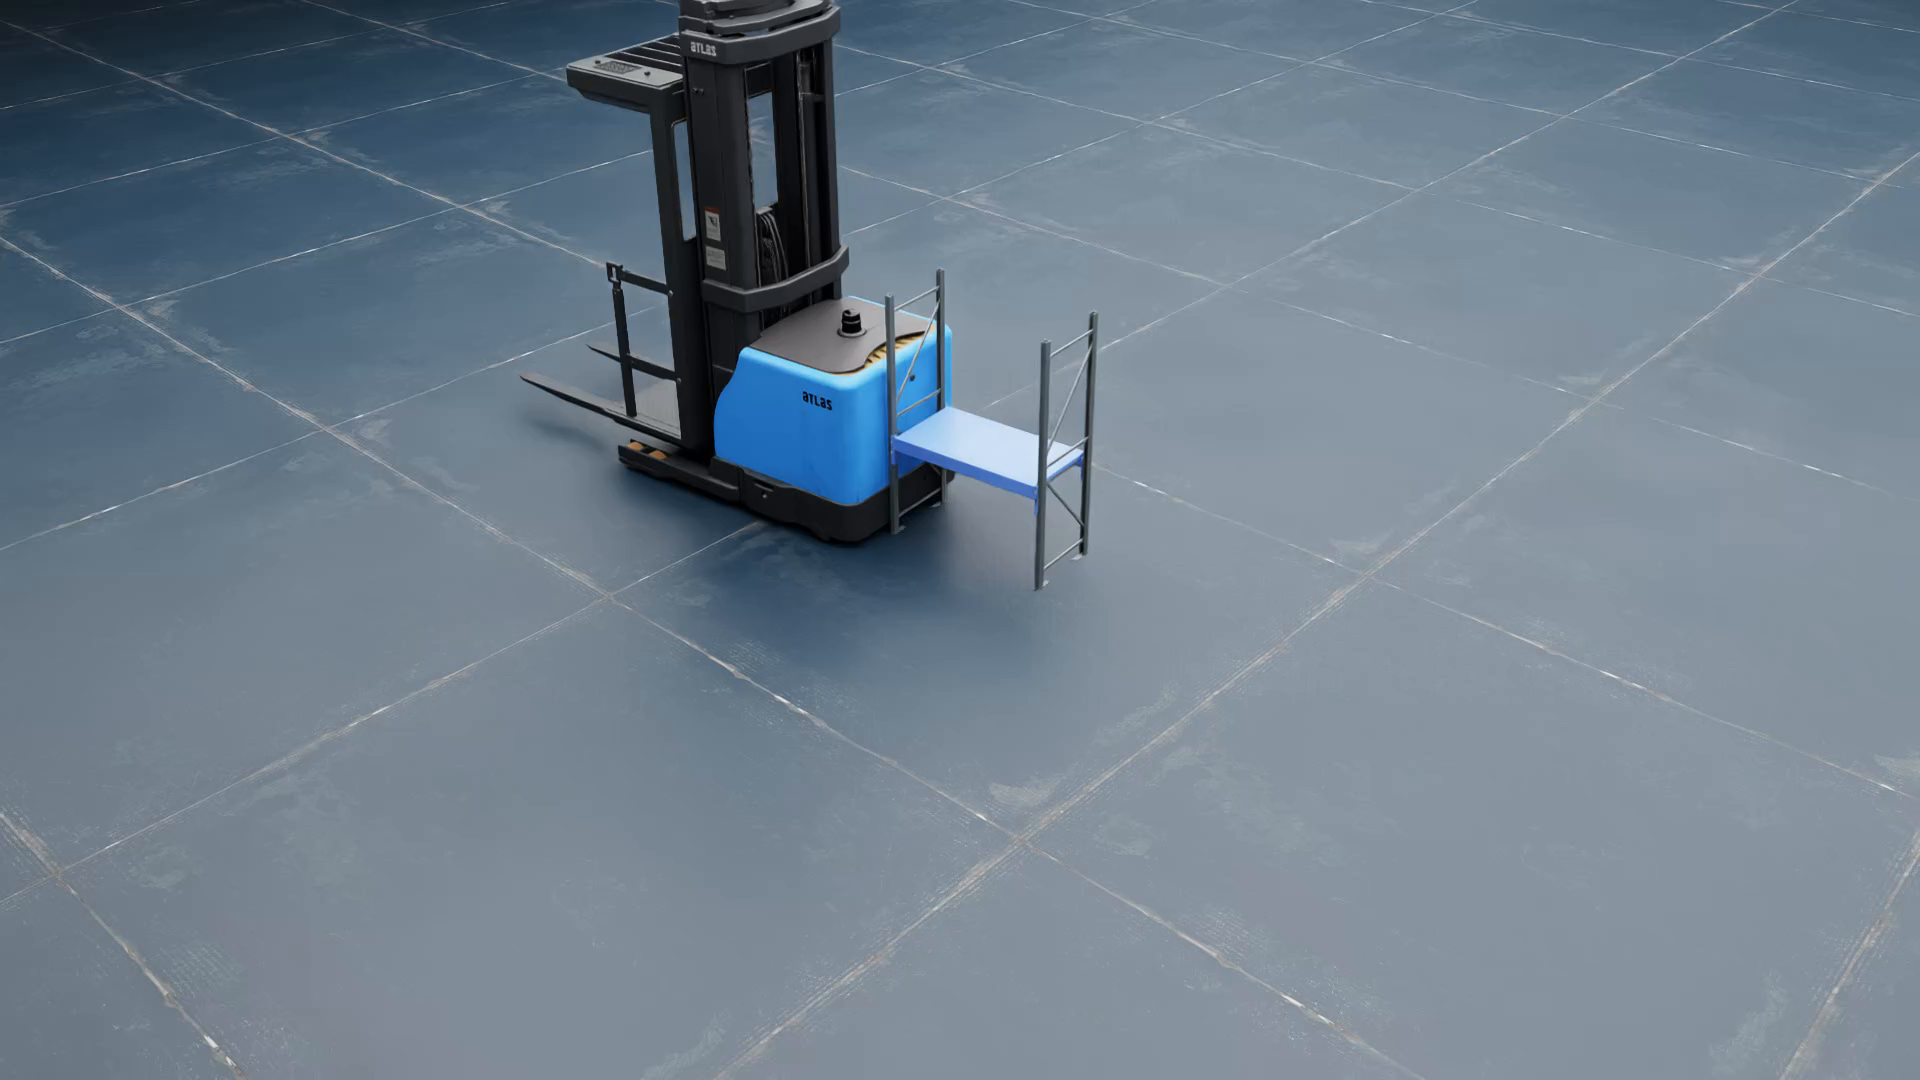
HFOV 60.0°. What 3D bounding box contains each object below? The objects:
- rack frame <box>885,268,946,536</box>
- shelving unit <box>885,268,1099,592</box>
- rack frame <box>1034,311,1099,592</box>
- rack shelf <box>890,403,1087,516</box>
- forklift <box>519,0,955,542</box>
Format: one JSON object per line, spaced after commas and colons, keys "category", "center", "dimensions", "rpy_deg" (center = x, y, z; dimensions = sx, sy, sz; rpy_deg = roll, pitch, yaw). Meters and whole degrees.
{"category": "rack frame", "center": [-0.246, -0.776, 9.529], "dimensions": [0.032, 1.500, 0.500], "rpy_deg": [21, 37, 31]}
{"category": "shelving unit", "center": [0.164, -0.620, 9.271], "dimensions": [1.048, 1.500, 0.538], "rpy_deg": [21, 37, 31]}
{"category": "rack frame", "center": [0.573, -0.465, 9.012], "dimensions": [0.032, 1.500, 0.500], "rpy_deg": [21, 37, 31]}
{"category": "rack shelf", "center": [0.164, -0.466, 9.363], "dimensions": [1.000, 0.185, 0.538], "rpy_deg": [21, 37, 31]}
{"category": "forklift", "center": [-1.522, -1.840, 9.909], "dimensions": [3.031, 2.935, 1.130], "rpy_deg": [21, 37, 30]}
